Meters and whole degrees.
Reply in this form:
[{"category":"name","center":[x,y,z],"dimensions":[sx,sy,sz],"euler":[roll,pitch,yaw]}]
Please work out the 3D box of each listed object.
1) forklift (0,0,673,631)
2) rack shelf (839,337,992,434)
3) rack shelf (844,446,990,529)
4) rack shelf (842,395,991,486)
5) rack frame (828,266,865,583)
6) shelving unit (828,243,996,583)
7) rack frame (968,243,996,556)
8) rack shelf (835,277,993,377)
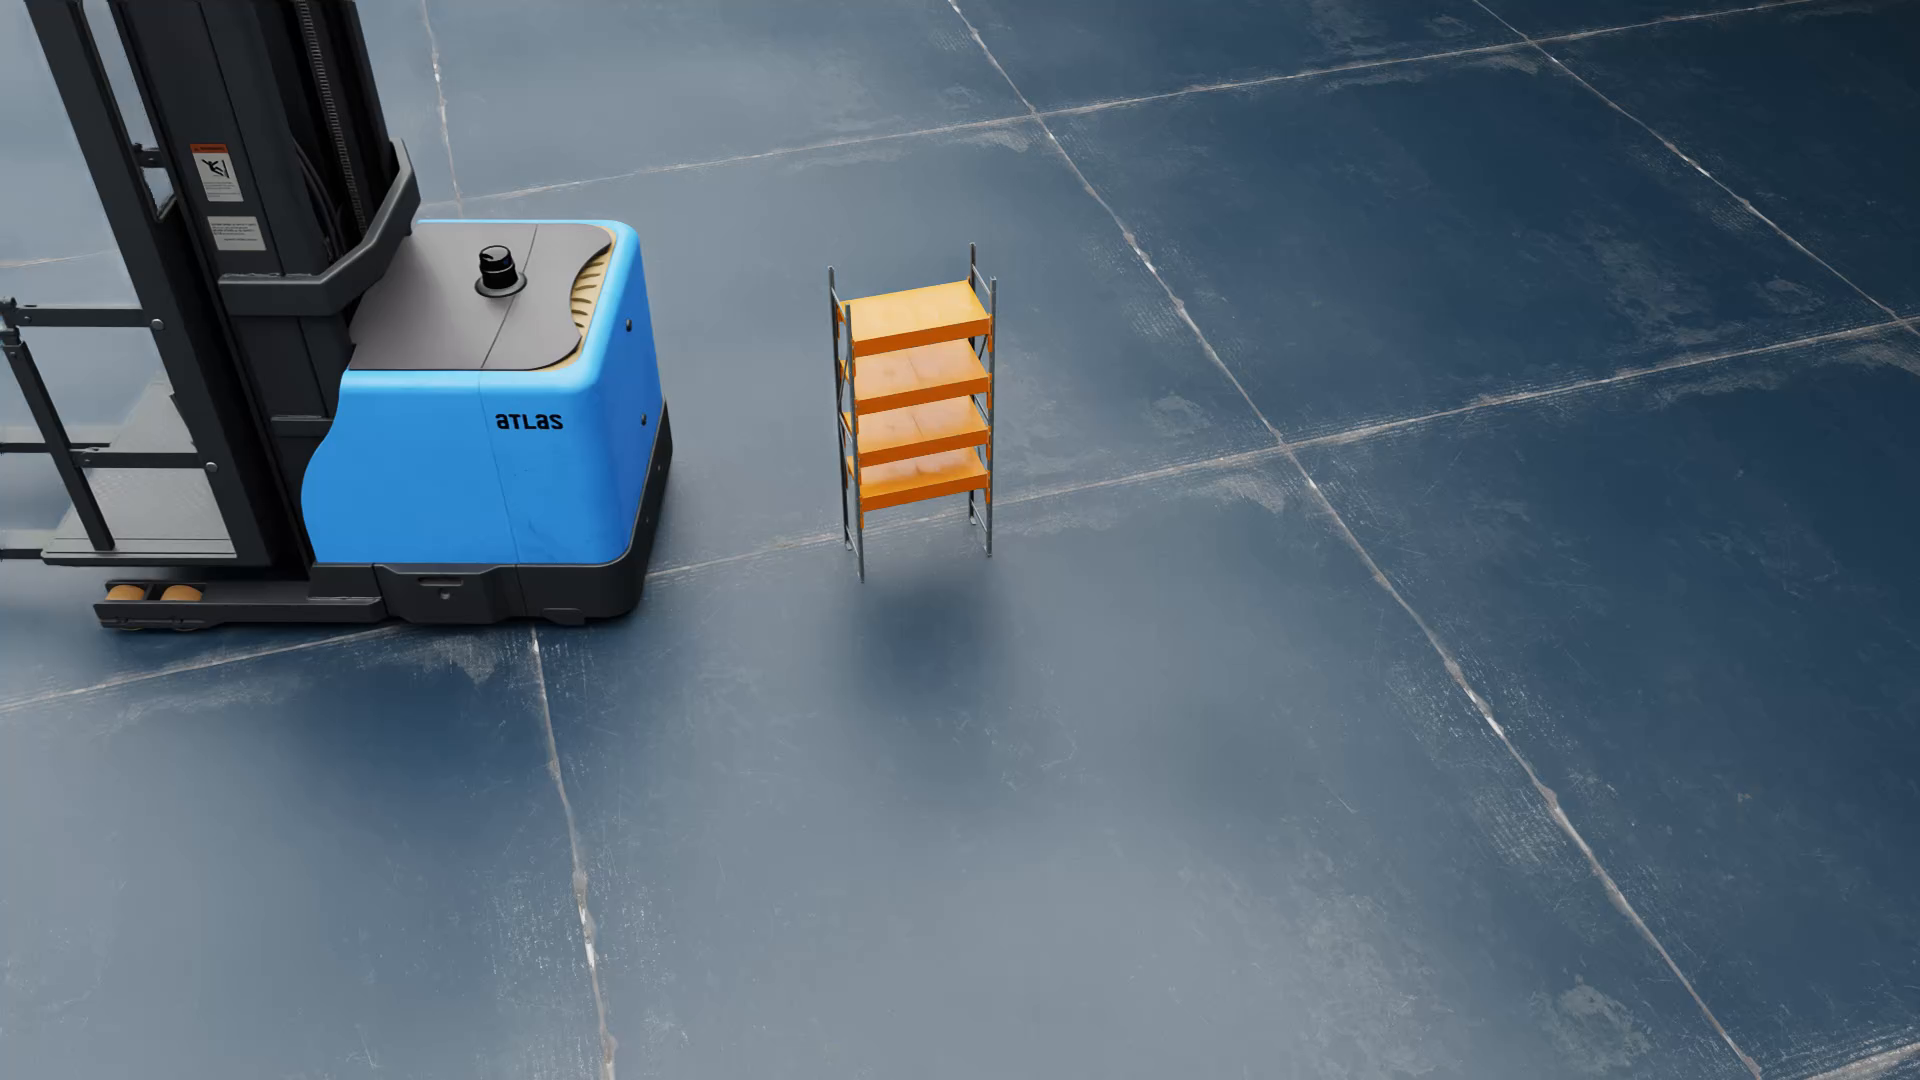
[{"category":"forklift","center":[-2.647,-1.131,5.316],"dimensions":[3.031,2.935,1.130],"euler":[0,41,0]},{"category":"rack shelf","center":[-0.158,-0.537,5.715],"dimensions":[0.480,0.148,0.258],"euler":[-12,42,-13]},{"category":"rack shelf","center":[-0.158,-0.219,5.993],"dimensions":[0.480,0.148,0.258],"euler":[-12,42,-13]},{"category":"rack shelf","center":[-0.158,-0.368,5.862],"dimensions":[0.480,0.148,0.258],"euler":[-12,42,-13]},{"category":"rack frame","center":[-0.391,-0.371,5.763],"dimensions":[0.015,1.200,0.240],"euler":[-12,42,-13]},{"category":"shelving unit","center":[-0.158,-0.419,5.818],"dimensions":[0.503,1.200,0.258],"euler":[-12,42,-13]},{"category":"rack frame","center":[0.075,-0.467,5.873],"dimensions":[0.015,1.200,0.240],"euler":[-12,42,-13]},{"category":"rack shelf","center":[-0.158,-0.715,5.559],"dimensions":[0.480,0.148,0.258],"euler":[-12,42,-13]}]
